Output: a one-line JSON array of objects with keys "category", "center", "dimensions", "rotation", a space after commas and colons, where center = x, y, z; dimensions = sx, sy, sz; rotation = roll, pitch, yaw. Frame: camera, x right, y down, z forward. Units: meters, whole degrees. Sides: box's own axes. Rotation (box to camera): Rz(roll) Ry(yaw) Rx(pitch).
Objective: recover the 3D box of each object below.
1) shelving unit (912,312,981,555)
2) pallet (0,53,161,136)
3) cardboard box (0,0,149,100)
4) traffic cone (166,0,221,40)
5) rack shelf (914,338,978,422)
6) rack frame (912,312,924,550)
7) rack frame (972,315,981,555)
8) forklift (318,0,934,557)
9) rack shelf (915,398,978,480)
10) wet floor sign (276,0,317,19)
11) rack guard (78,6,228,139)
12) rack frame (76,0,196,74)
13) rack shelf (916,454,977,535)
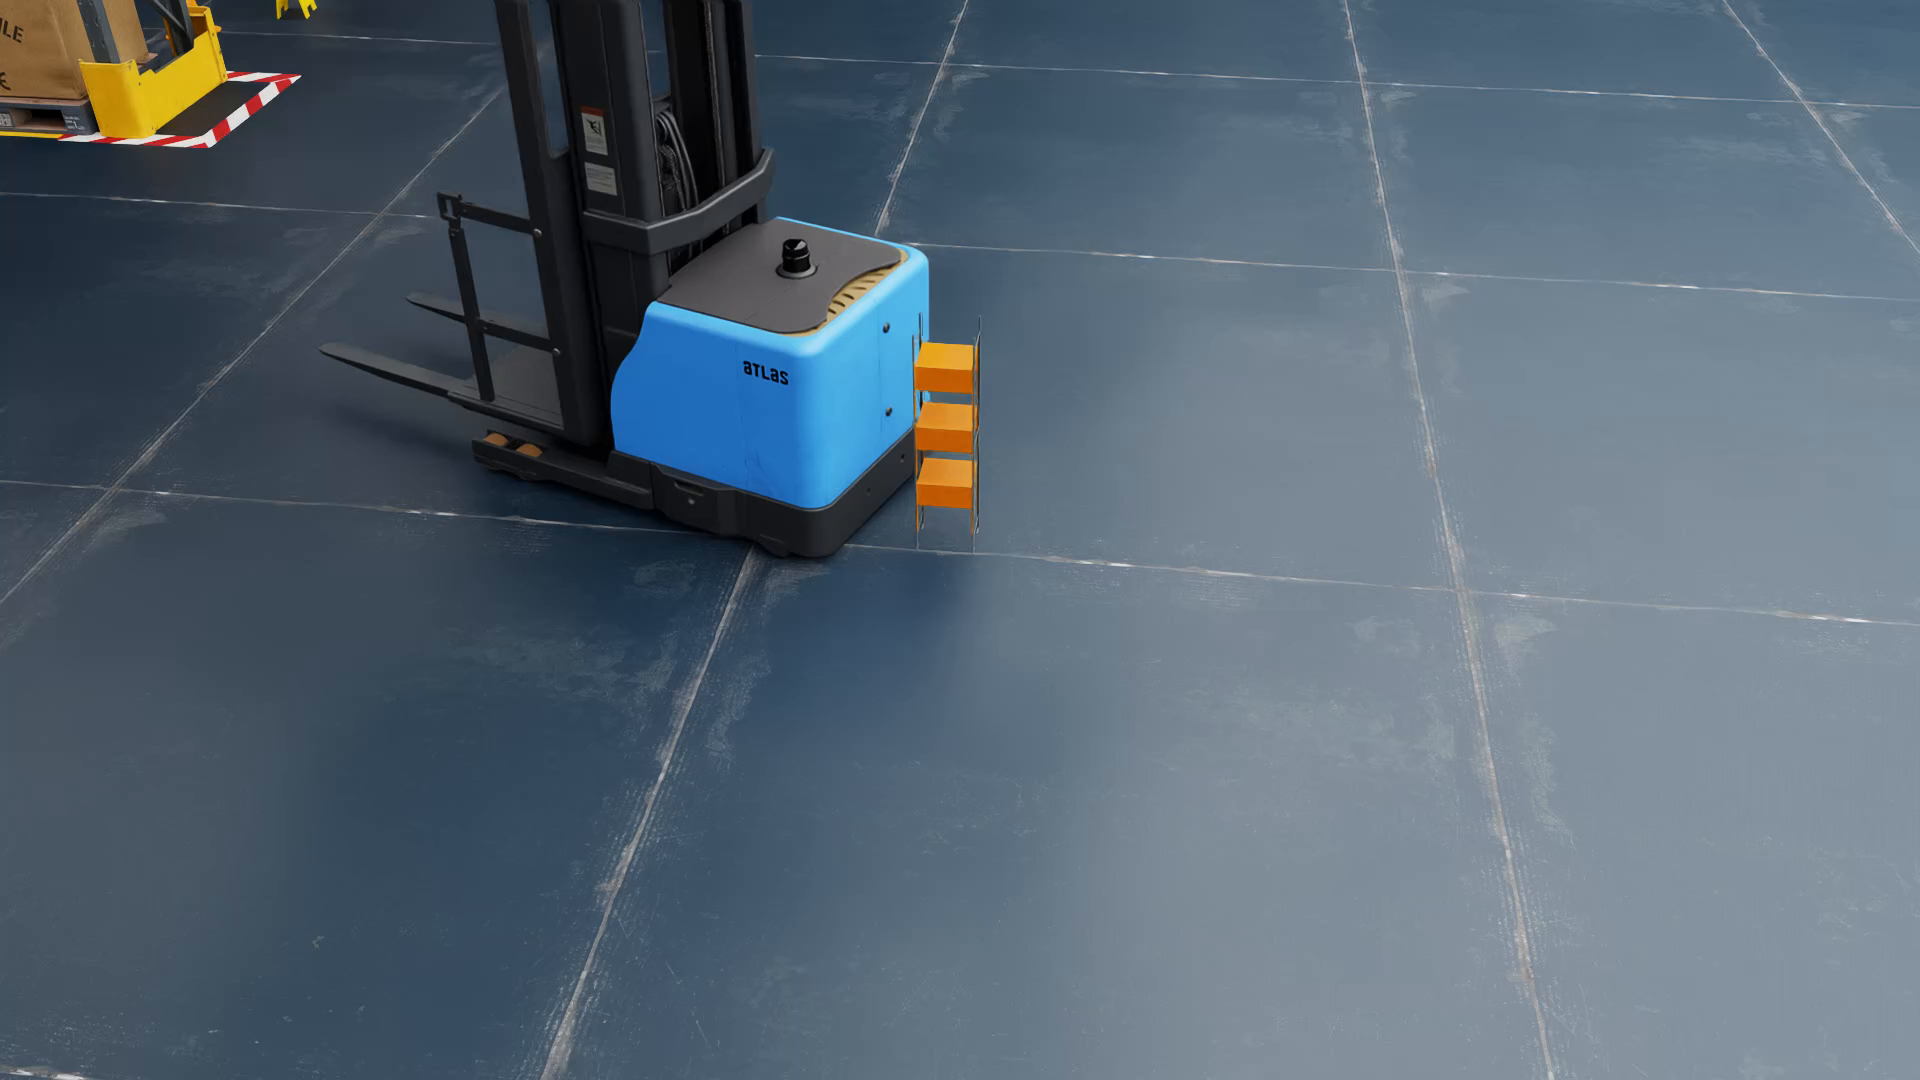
[{"category": "shelving unit", "center": [-0.053, -0.431, 6.951], "dimensions": [0.252, 1.050, 0.215], "rotation": [4, 36, 6]}, {"category": "pallet", "center": [-6.279, -3.087, 11.394], "dimensions": [1.213, 0.211, 1.003], "rotation": [4, 36, 6]}, {"category": "cardboard box", "center": [-6.157, -3.527, 11.077], "dimensions": [0.875, 0.875, 0.875], "rotation": [4, 36, 6]}, {"category": "traffic cone", "center": [-5.822, -4.033, 12.503], "dimensions": [0.334, 0.463, 0.336], "rotation": [4, 36, 6]}, {"category": "rack shelf", "center": [-0.053, -0.654, 6.792], "dimensions": [0.240, 0.259, 0.215], "rotation": [4, 36, 6]}, {"category": "rack frame", "center": [-0.174, -0.440, 6.963], "dimensions": [0.008, 1.050, 0.200], "rotation": [4, 36, 6]}, {"category": "rack frame", "center": [0.068, -0.422, 6.938], "dimensions": [0.008, 1.050, 0.200], "rotation": [4, 36, 6]}, {"category": "forklift", "center": [-1.669, -1.718, 7.134], "dimensions": [3.031, 2.935, 1.130], "rotation": [17, 39, 22]}, {"category": "rack shelf", "center": [-0.053, -0.423, 6.957], "dimensions": [0.240, 0.259, 0.215], "rotation": [4, 36, 6]}, {"category": "wet floor sign", "center": [-5.195, -4.389, 12.844], "dimensions": [0.232, 0.644, 0.267], "rotation": [-2, 36, -2]}, {"category": "rack guard", "center": [-5.452, -3.189, 11.288], "dimensions": [0.348, 0.500, 1.175], "rotation": [4, 36, 6]}, {"category": "rack frame", "center": [-5.476, -4.208, 10.564], "dimensions": [0.127, 3.000, 1.000], "rotation": [4, 36, 6]}, {"category": "rack shelf", "center": [-0.053, -0.196, 7.118], "dimensions": [0.240, 0.259, 0.215], "rotation": [4, 36, 6]}]
